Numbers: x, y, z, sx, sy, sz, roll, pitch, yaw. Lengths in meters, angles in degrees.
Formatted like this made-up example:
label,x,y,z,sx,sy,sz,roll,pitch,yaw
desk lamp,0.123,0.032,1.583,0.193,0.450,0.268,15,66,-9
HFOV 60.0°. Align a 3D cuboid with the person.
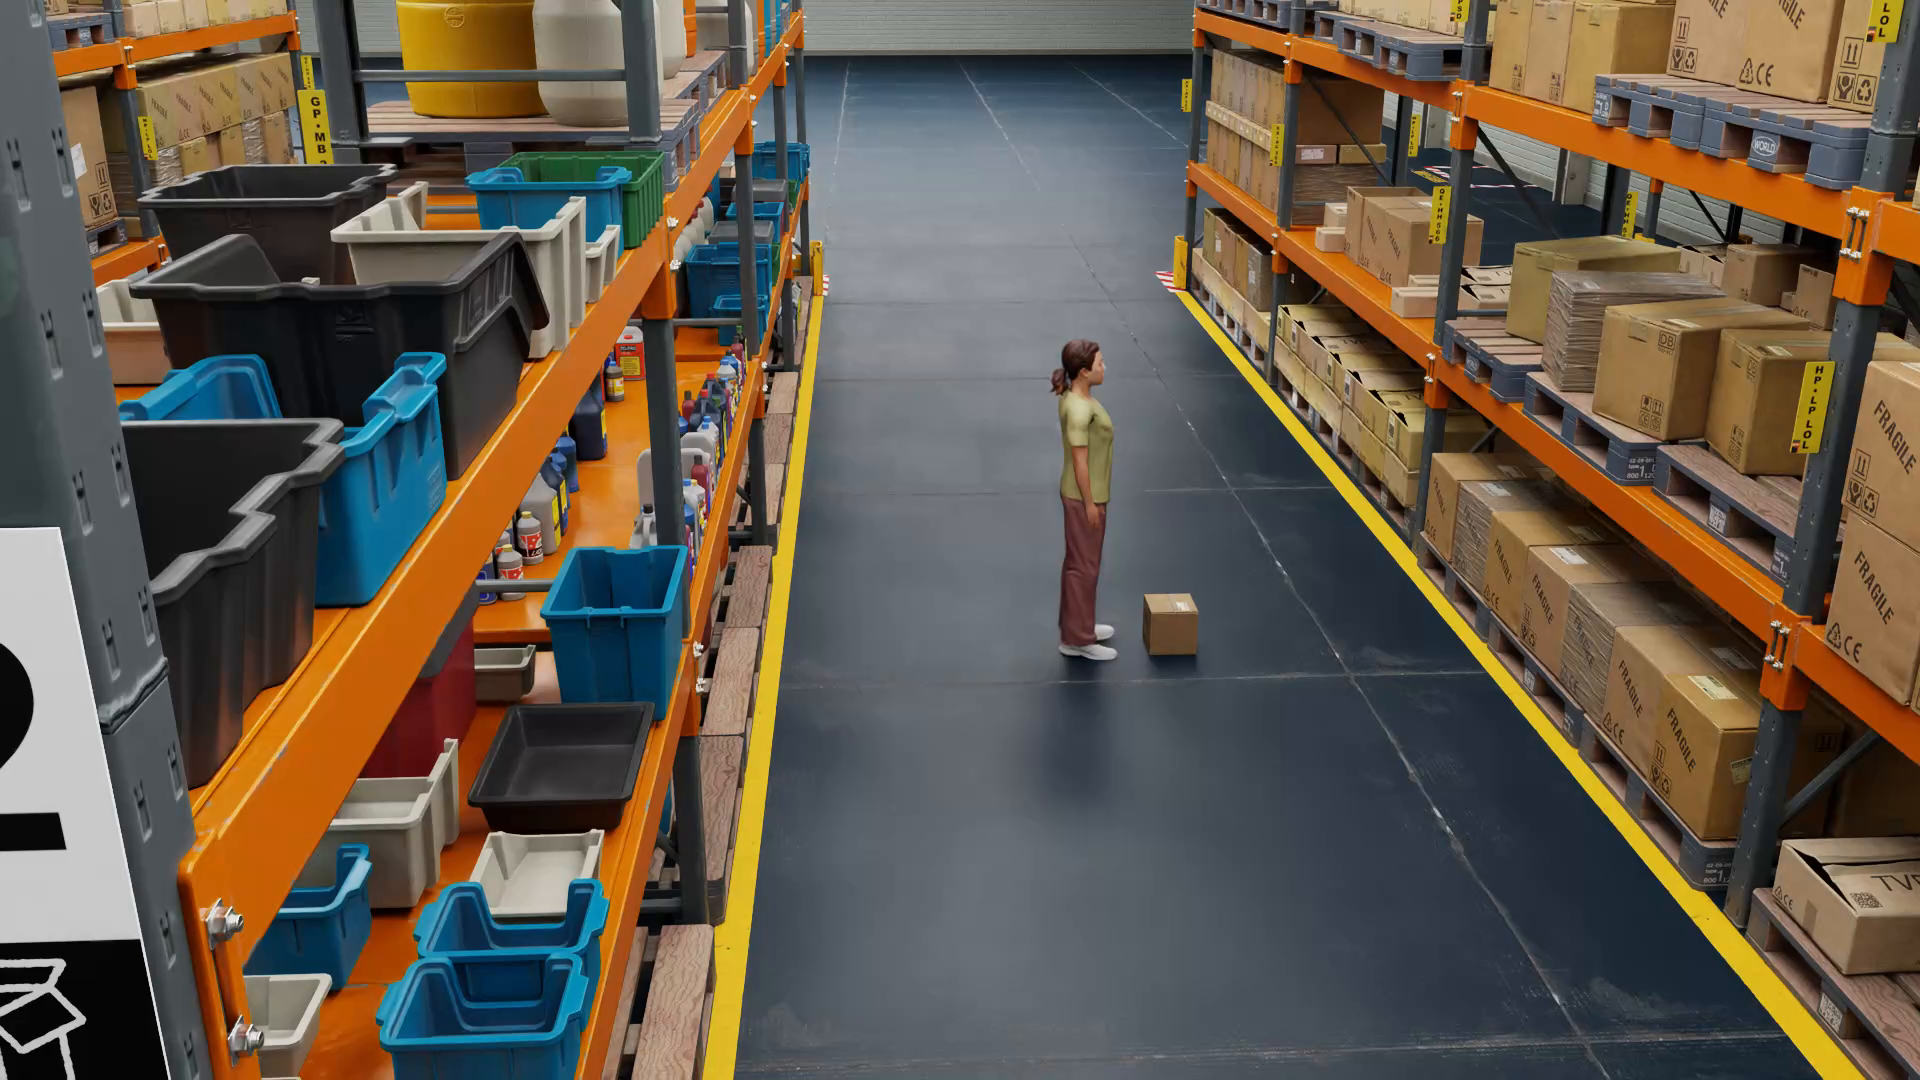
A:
label,x,y,z,sx,sy,sz,roll,pitch,yaw
person,0.646,-0.215,8.649,0.392,1.691,0.454,-1,20,-2
